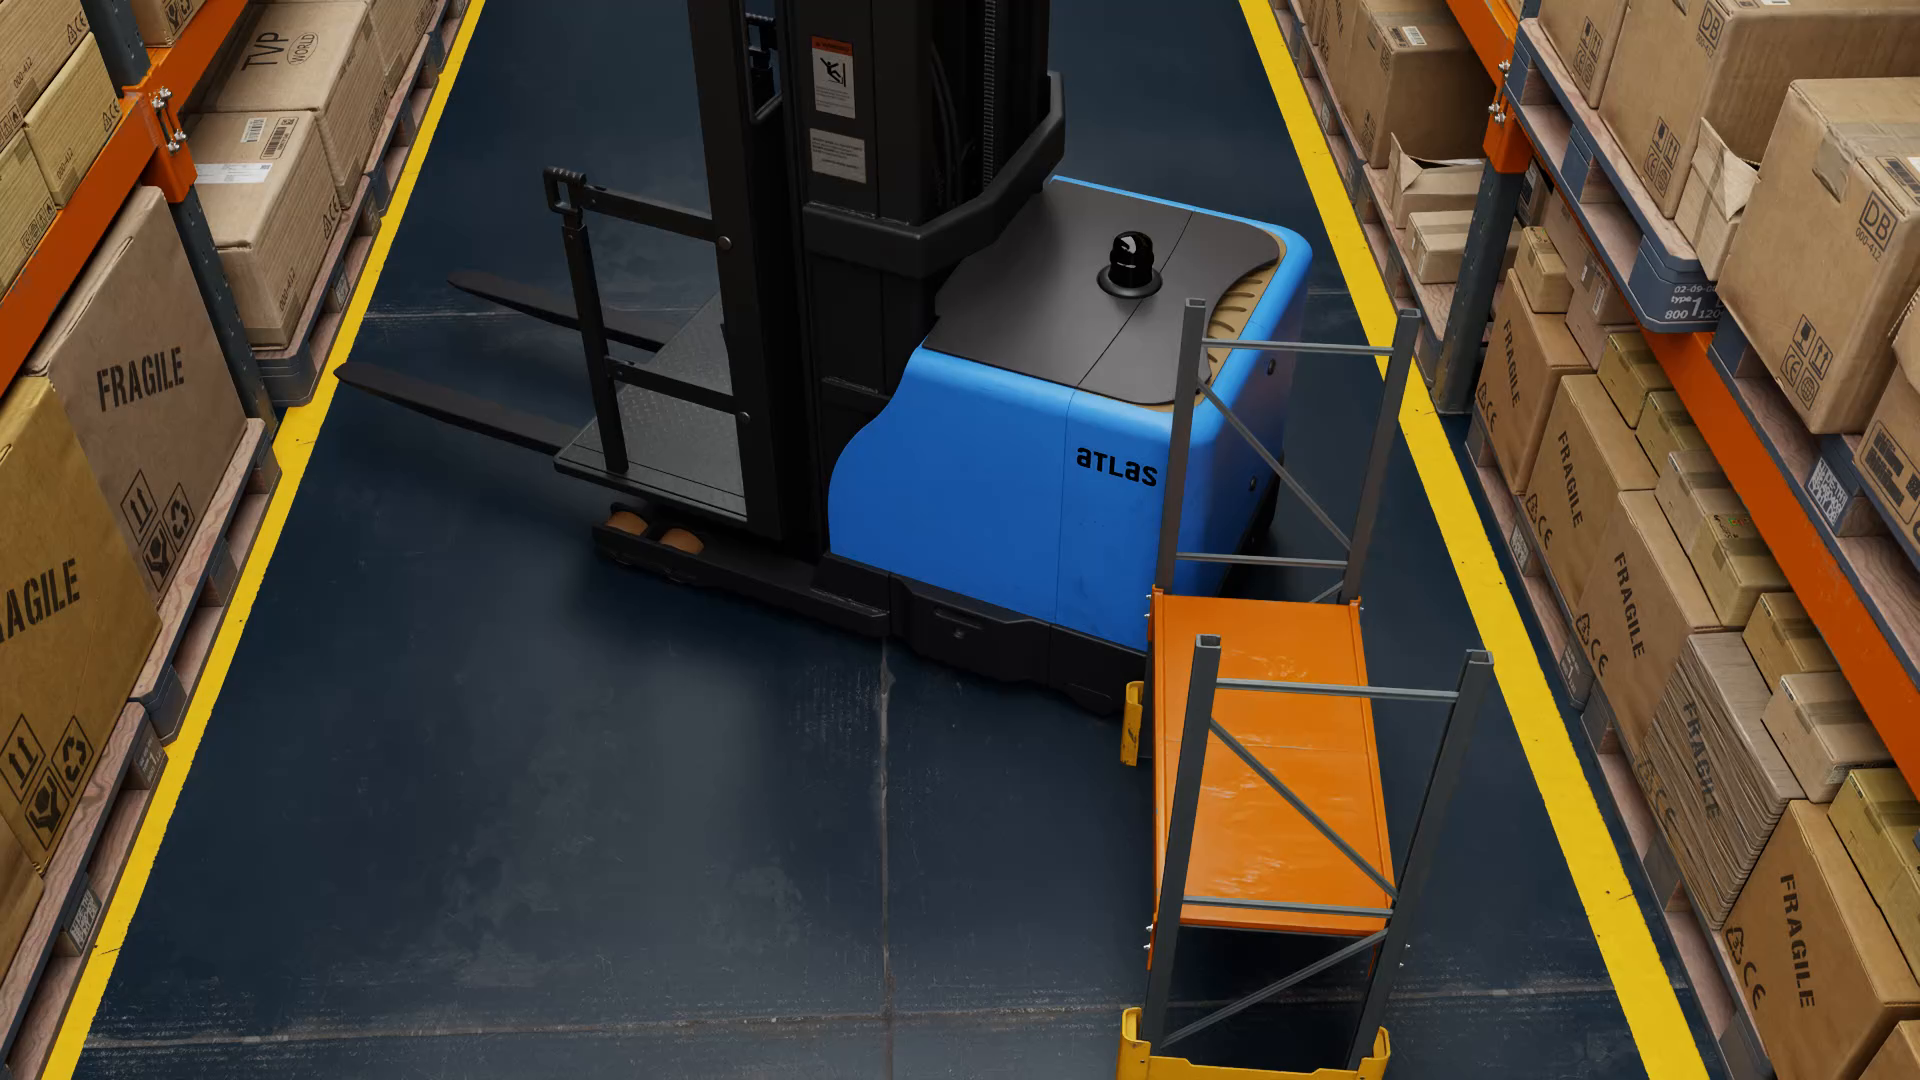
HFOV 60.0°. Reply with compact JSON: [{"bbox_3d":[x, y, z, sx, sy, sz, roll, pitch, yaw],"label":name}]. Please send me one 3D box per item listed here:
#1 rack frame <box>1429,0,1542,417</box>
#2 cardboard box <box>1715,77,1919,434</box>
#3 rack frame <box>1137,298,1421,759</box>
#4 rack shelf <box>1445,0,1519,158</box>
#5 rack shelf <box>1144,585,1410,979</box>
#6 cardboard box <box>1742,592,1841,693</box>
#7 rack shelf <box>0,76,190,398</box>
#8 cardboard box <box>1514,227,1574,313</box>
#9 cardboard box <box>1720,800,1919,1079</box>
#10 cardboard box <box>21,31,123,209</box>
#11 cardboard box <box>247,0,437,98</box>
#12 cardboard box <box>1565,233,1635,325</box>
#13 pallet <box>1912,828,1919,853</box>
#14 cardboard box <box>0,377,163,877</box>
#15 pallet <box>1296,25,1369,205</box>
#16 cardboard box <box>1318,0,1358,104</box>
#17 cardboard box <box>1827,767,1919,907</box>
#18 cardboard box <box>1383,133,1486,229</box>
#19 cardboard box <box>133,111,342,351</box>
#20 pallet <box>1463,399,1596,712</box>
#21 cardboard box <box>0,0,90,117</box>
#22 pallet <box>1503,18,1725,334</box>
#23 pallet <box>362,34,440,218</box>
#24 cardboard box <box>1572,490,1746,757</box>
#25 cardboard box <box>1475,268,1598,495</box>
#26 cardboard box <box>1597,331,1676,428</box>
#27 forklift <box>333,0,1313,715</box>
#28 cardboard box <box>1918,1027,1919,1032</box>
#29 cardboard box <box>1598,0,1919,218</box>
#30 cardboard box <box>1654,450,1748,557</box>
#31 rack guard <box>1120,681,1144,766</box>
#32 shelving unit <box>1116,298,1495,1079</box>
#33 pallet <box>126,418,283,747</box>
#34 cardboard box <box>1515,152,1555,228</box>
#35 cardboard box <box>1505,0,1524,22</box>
[{"bbox_3d":[2.139,-1.586,4.760,1.000,3.000,0.127,-2,43,-2],"label":"rack frame"},{"bbox_3d":[1.992,-0.565,3.262,0.700,0.500,0.500,-2,43,-2],"label":"cardboard box"},{"bbox_3d":[0.737,0.053,4.082,0.500,1.500,0.032,3,43,3],"label":"rack frame"},{"bbox_3d":[2.054,-2.671,6.477,1.077,0.370,4.000,-2,43,-2],"label":"rack shelf"},{"bbox_3d":[0.695,0.528,3.830,0.538,0.185,1.000,3,43,3],"label":"rack shelf"},{"bbox_3d":[2.047,0.252,3.814,0.380,0.149,0.250,-1,43,-2],"label":"cardboard box"},{"bbox_3d":[-2.735,0.174,3.372,1.077,0.370,4.000,-2,43,-2],"label":"rack shelf"},{"bbox_3d":[1.889,-0.809,4.972,0.380,0.149,0.250,0,43,0],"label":"cardboard box"},{"bbox_3d":[2.041,0.910,3.576,0.500,0.500,0.500,0,43,0],"label":"cardboard box"},{"bbox_3d":[-2.549,-1.090,4.331,0.500,0.250,0.500,-3,43,-3],"label":"cardboard box"},{"bbox_3d":[-2.814,-2.292,7.115,0.875,0.438,0.875,-1,43,-1],"label":"cardboard box"},{"bbox_3d":[1.948,-0.744,4.681,0.380,0.149,0.250,-4,43,-4],"label":"cardboard box"},{"bbox_3d":[2.210,0.729,2.376,1.213,0.211,1.003,-2,43,-2],"label":"pallet"},{"bbox_3d":[-2.667,0.213,4.059,0.875,0.875,0.875,-1,43,-1],"label":"cardboard box"},{"bbox_3d":[2.056,-1.847,7.109,1.003,0.211,1.213,-2,43,-2],"label":"pallet"},{"bbox_3d":[1.821,-2.166,6.933,0.500,0.500,0.500,-1,43,-1],"label":"cardboard box"},{"bbox_3d":[2.049,0.605,3.429,0.380,0.149,0.250,-2,43,-2],"label":"cardboard box"},{"bbox_3d":[1.807,-1.342,6.206,0.396,0.266,0.258,0,43,0],"label":"cardboard box"},{"bbox_3d":[-2.739,-1.078,5.792,0.875,0.438,0.875,-2,43,-2],"label":"cardboard box"},{"bbox_3d":[2.212,-0.010,5.105,1.003,0.211,1.213,-2,43,-2],"label":"pallet"},{"bbox_3d":[-2.558,-1.280,4.167,0.500,0.250,0.500,-2,43,-2],"label":"cardboard box"},{"bbox_3d":[2.064,-0.973,4.233,1.003,0.211,1.213,-2,43,-2],"label":"pallet"},{"bbox_3d":[-2.829,-1.754,7.008,1.003,0.211,1.213,-2,43,-2],"label":"pallet"},{"bbox_3d":[1.984,0.210,4.340,0.500,0.500,0.500,-3,43,-3],"label":"cardboard box"},{"bbox_3d":[1.935,-0.486,5.100,0.500,0.500,0.500,0,43,0],"label":"cardboard box"},{"bbox_3d":[2.000,-0.451,4.581,0.380,0.149,0.250,-4,43,-4],"label":"cardboard box"},{"bbox_3d":[-0.572,-1.256,4.451,3.031,2.935,1.130,17,45,18],"label":"forklift"},{"bbox_3d":[2.026,0.953,3.049,0.380,0.149,0.250,-3,43,-3],"label":"cardboard box"},{"bbox_3d":[1.958,-1.095,3.840,0.700,0.500,0.500,-1,43,-1],"label":"cardboard box"},{"bbox_3d":[1.999,-0.097,4.195,0.380,0.149,0.250,-2,43,-2],"label":"cardboard box"},{"bbox_3d":[0.737,0.515,4.504,0.587,0.250,0.087,3,43,3],"label":"rack guard"},{"bbox_3d":[0.696,0.389,3.715,0.587,1.500,1.083,3,43,3],"label":"shelving unit"},{"bbox_3d":[-2.712,0.106,4.979,1.003,0.211,1.213,-2,43,-2],"label":"pallet"},{"bbox_3d":[2.347,-1.203,6.021,0.500,0.311,0.500,0,43,0],"label":"cardboard box"},{"bbox_3d":[1.873,-1.702,5.072,0.380,0.149,0.250,-1,43,-1],"label":"cardboard box"}]
